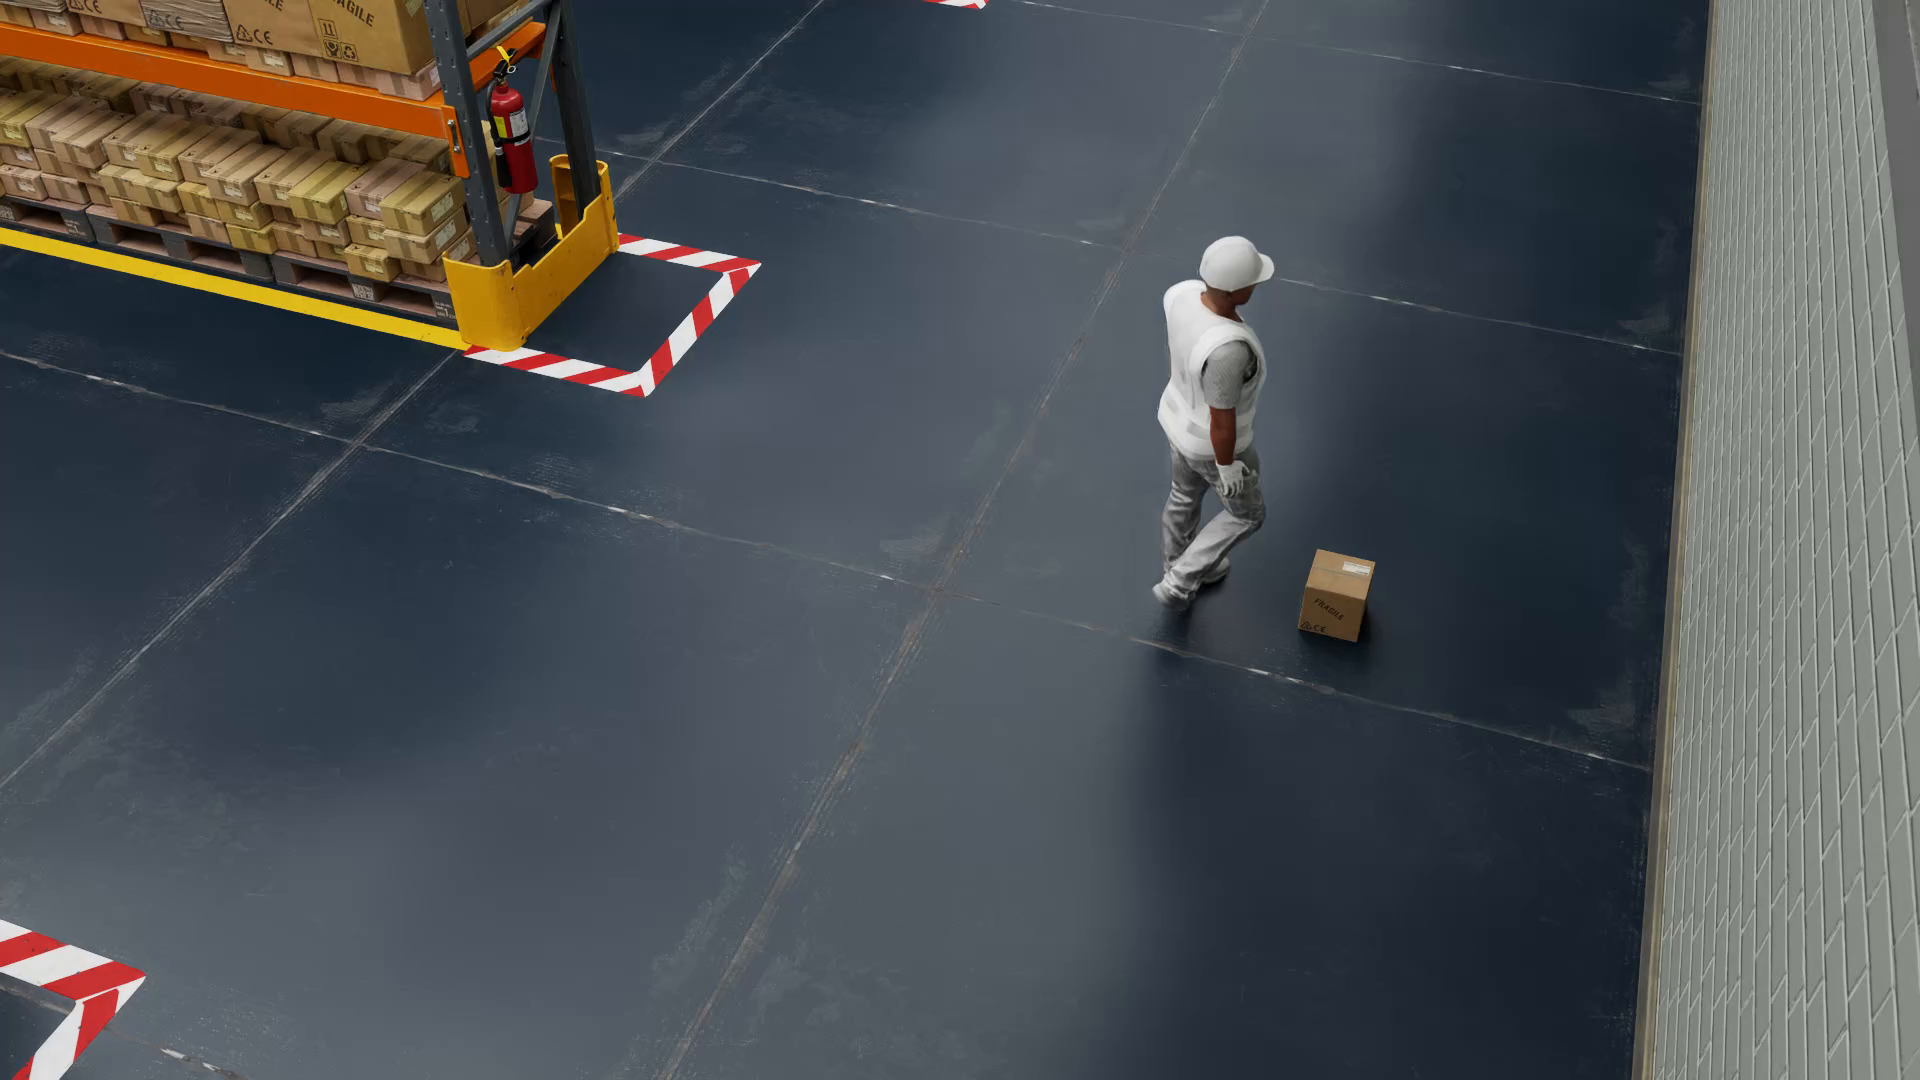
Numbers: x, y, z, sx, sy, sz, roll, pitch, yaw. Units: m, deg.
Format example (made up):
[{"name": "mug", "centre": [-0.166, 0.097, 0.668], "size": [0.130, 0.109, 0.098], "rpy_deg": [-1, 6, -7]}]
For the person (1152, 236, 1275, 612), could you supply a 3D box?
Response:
[{"name": "person", "centre": [0.982, -0.443, 6.635], "size": [0.483, 1.786, 0.577], "rpy_deg": [-13, 43, -14]}]
